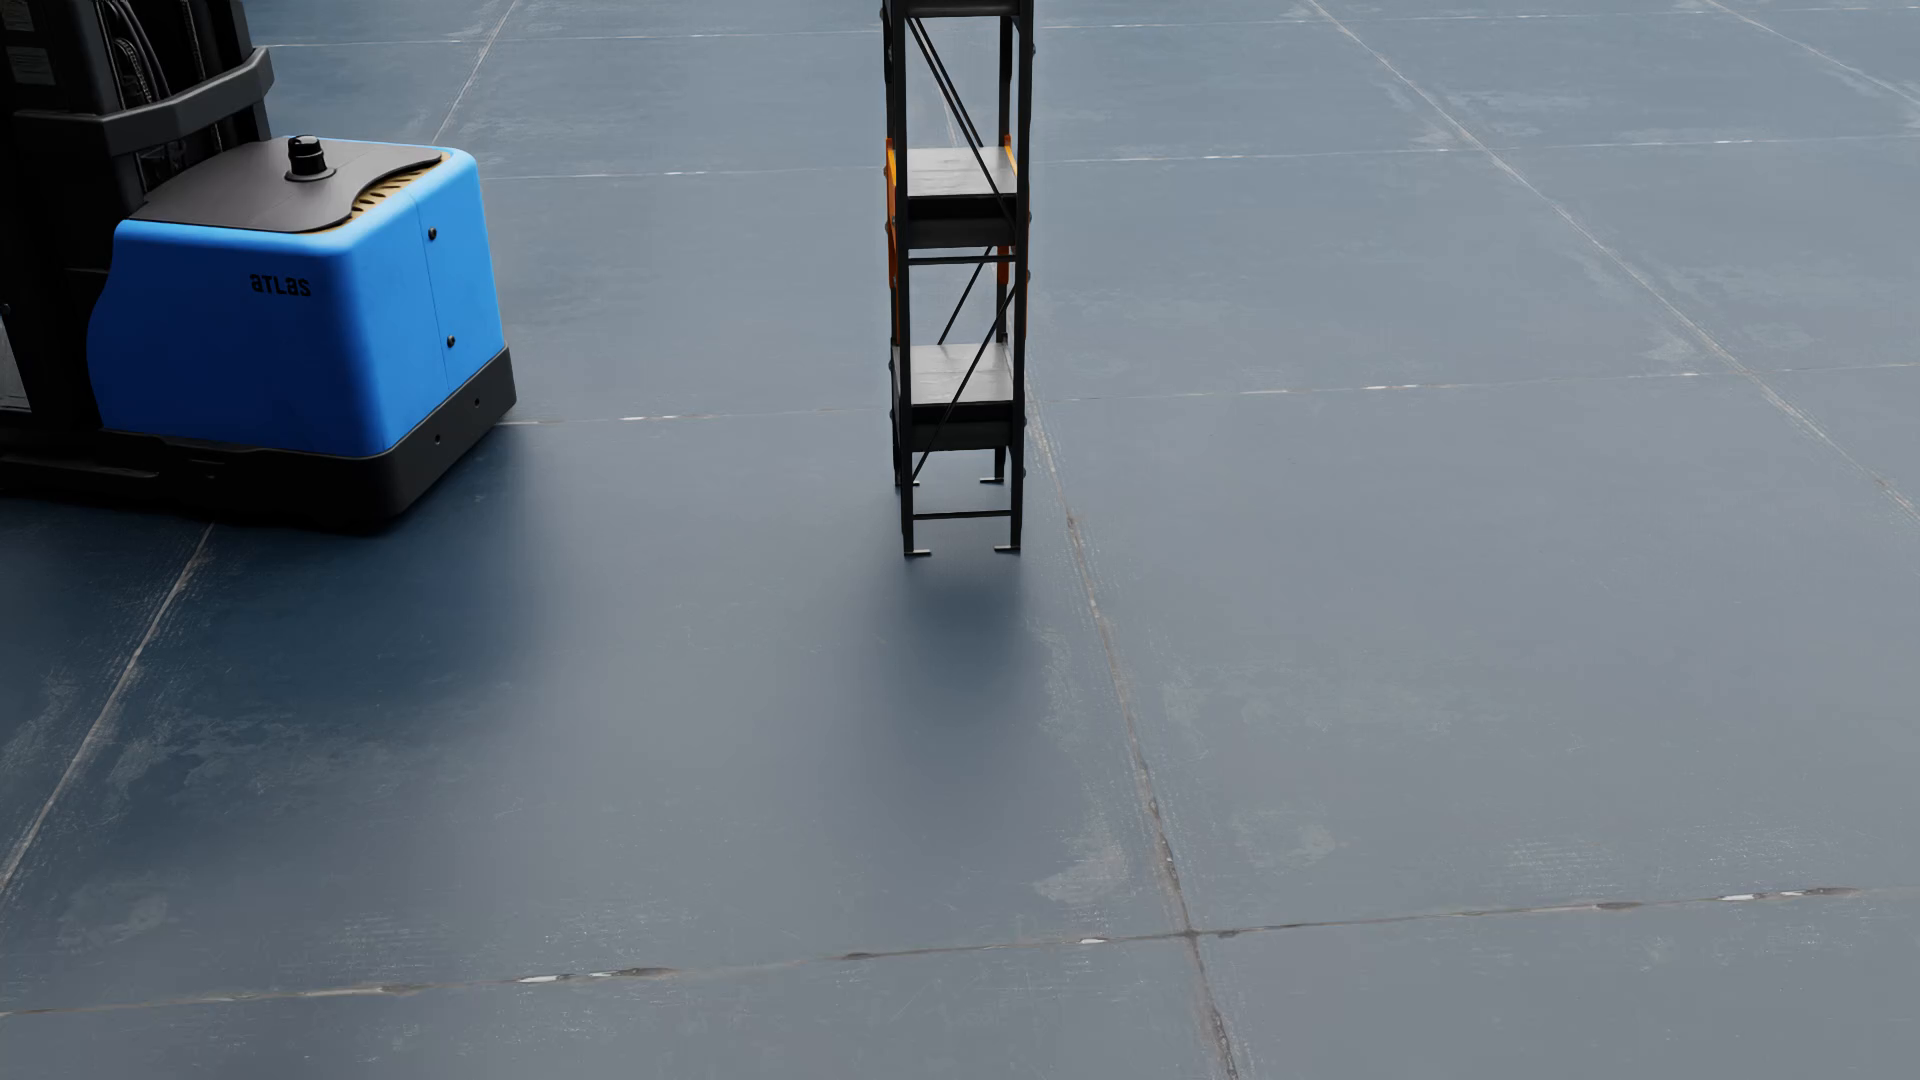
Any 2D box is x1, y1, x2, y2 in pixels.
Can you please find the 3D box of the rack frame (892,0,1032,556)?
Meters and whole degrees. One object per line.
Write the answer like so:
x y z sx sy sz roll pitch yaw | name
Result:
0.007 -0.861 5.144 0.400 2.100 0.015 -3 31 -5 | rack frame

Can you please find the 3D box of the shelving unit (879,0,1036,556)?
-0.015 -0.986 5.353 0.431 2.100 0.503 -3 31 -5 | shelving unit

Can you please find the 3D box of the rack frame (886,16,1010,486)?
-0.038 -1.111 5.562 0.400 2.100 0.015 -3 31 -5 | rack frame

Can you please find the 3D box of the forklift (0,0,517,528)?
-3.310 -1.687 5.717 3.031 2.935 1.130 7 32 11 | forklift

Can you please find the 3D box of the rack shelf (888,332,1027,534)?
-0.015 -0.373 5.719 0.431 0.518 0.480 -3 31 -5 | rack shelf

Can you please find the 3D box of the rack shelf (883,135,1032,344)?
-0.015 -0.974 5.360 0.431 0.518 0.480 -3 31 -5 | rack shelf

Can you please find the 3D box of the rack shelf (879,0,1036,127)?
-0.015 -1.575 5.001 0.431 0.518 0.480 -3 31 -5 | rack shelf
